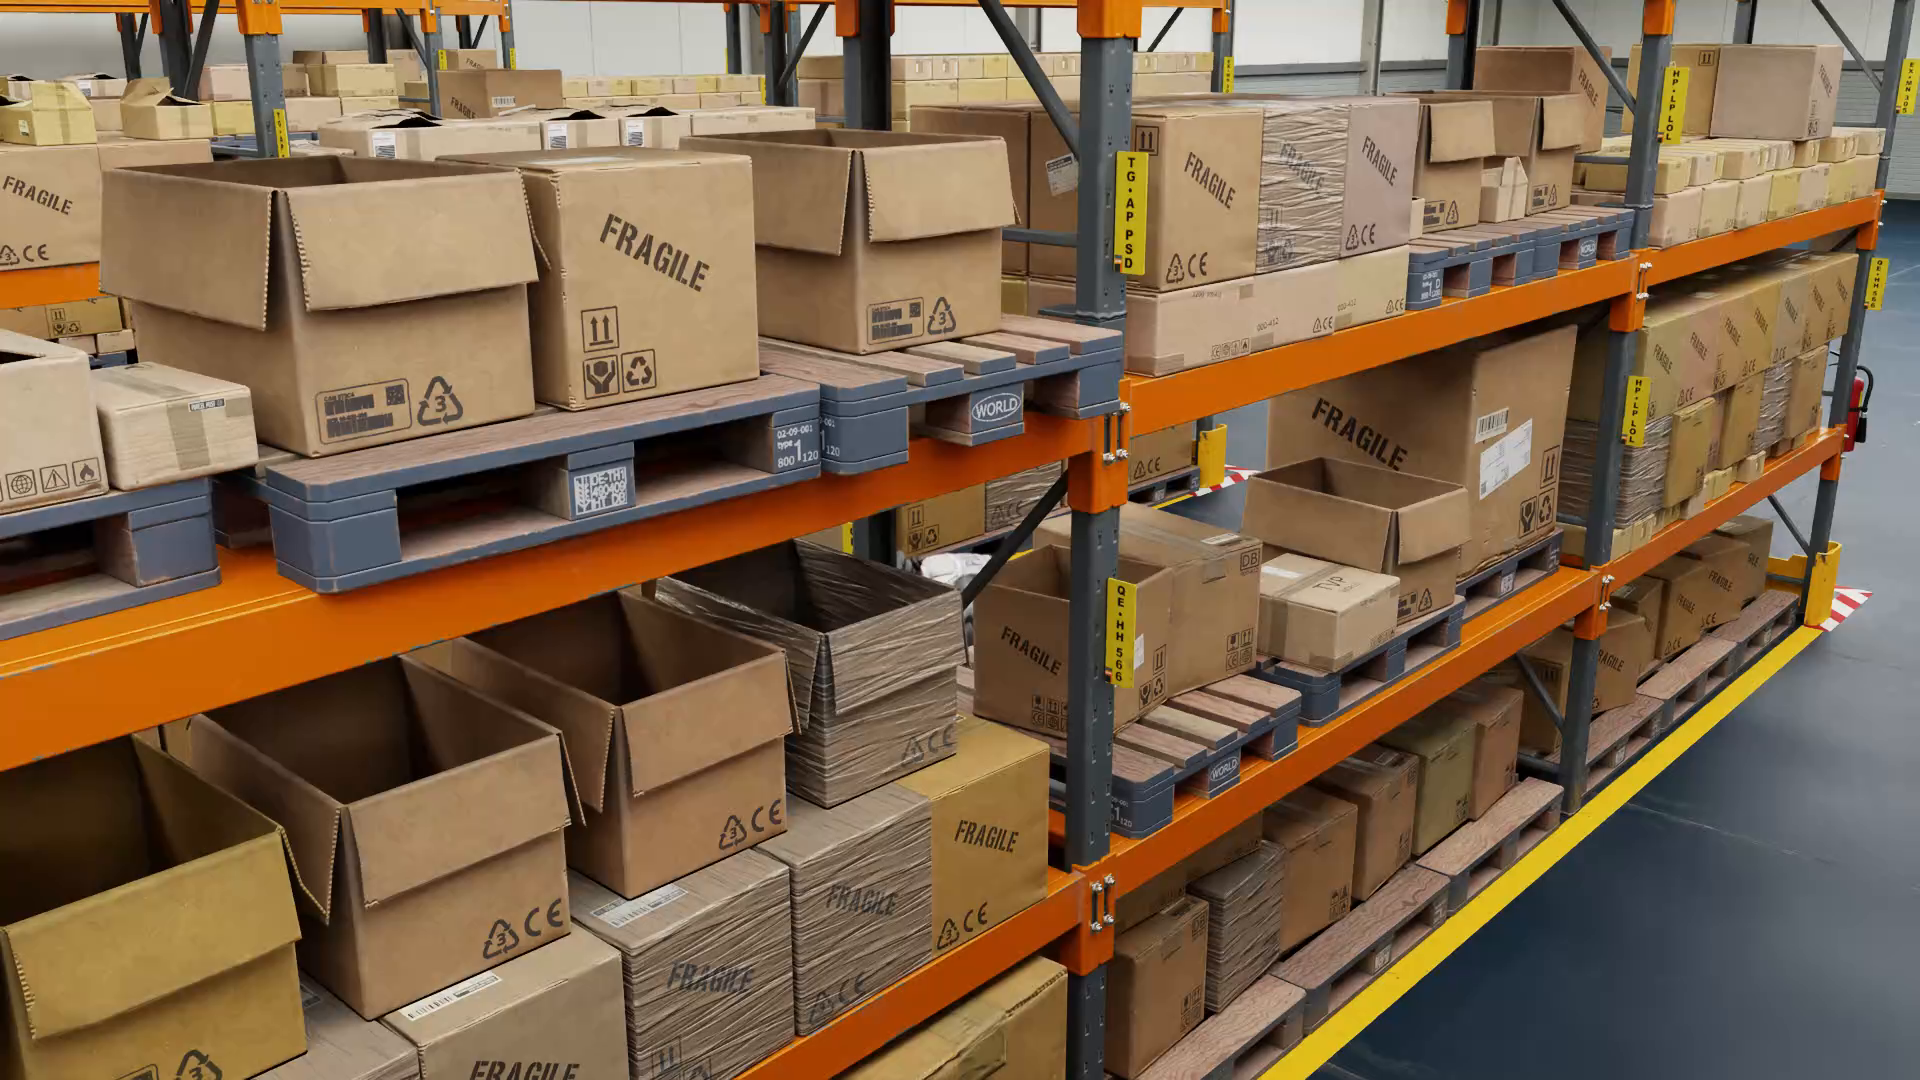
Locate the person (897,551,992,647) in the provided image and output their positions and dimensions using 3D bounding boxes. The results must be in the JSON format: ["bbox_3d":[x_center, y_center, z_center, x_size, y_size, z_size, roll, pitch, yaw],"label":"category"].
[{"bbox_3d":[-0.064,0.408,10.323,0.907,0.779,0.460,-5,18,-16],"label":"person"}]
